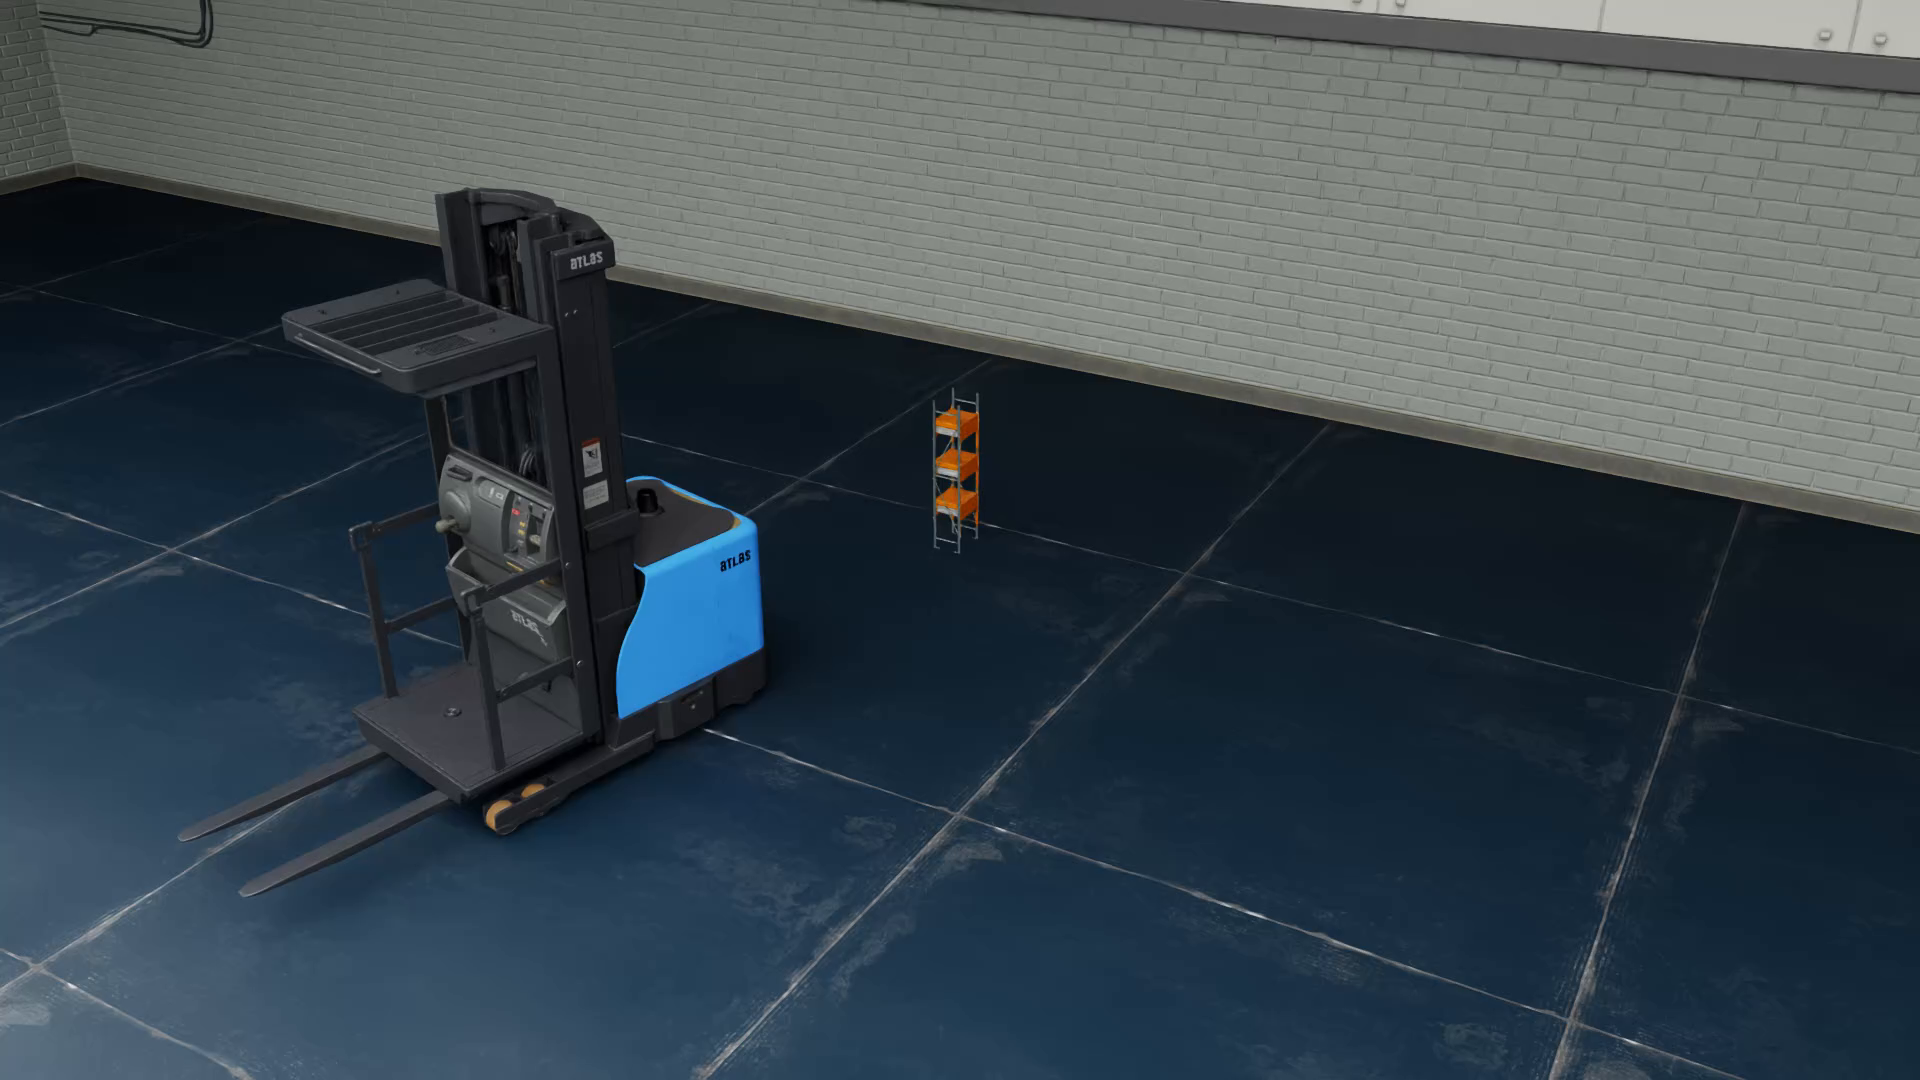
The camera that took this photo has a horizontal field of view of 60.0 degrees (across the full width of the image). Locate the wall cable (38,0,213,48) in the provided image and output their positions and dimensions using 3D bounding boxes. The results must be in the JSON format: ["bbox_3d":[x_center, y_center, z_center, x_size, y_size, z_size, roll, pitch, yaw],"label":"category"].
[{"bbox_3d":[-9.274,-6.647,17.864,3.097,2.526,0.112,14,30,26],"label":"wall cable"}]

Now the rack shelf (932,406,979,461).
[{"bbox_3d":[-0.026,-0.693,10.771,0.215,0.259,0.240,14,30,26],"label":"rack shelf"}]

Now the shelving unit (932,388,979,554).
[{"bbox_3d":[-0.026,-0.449,10.893,0.215,1.050,0.252,14,30,26],"label":"shelving unit"}]

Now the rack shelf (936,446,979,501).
[{"bbox_3d":[-0.026,-0.439,10.898,0.215,0.259,0.240,14,30,26],"label":"rack shelf"}]

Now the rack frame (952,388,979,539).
[{"bbox_3d":[0.034,-0.496,10.988,0.200,1.050,0.008,14,30,26],"label":"rack frame"}]

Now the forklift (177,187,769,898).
[{"bbox_3d":[-2.442,-0.108,8.112,1.130,2.935,3.031,22,34,37],"label":"forklift"}]

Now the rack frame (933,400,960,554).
[{"bbox_3d":[-0.086,-0.401,10.798,0.200,1.050,0.008,14,30,26],"label":"rack frame"}]

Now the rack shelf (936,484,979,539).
[{"bbox_3d":[-0.026,-0.191,11.022,0.215,0.259,0.240,14,30,26],"label":"rack shelf"}]
